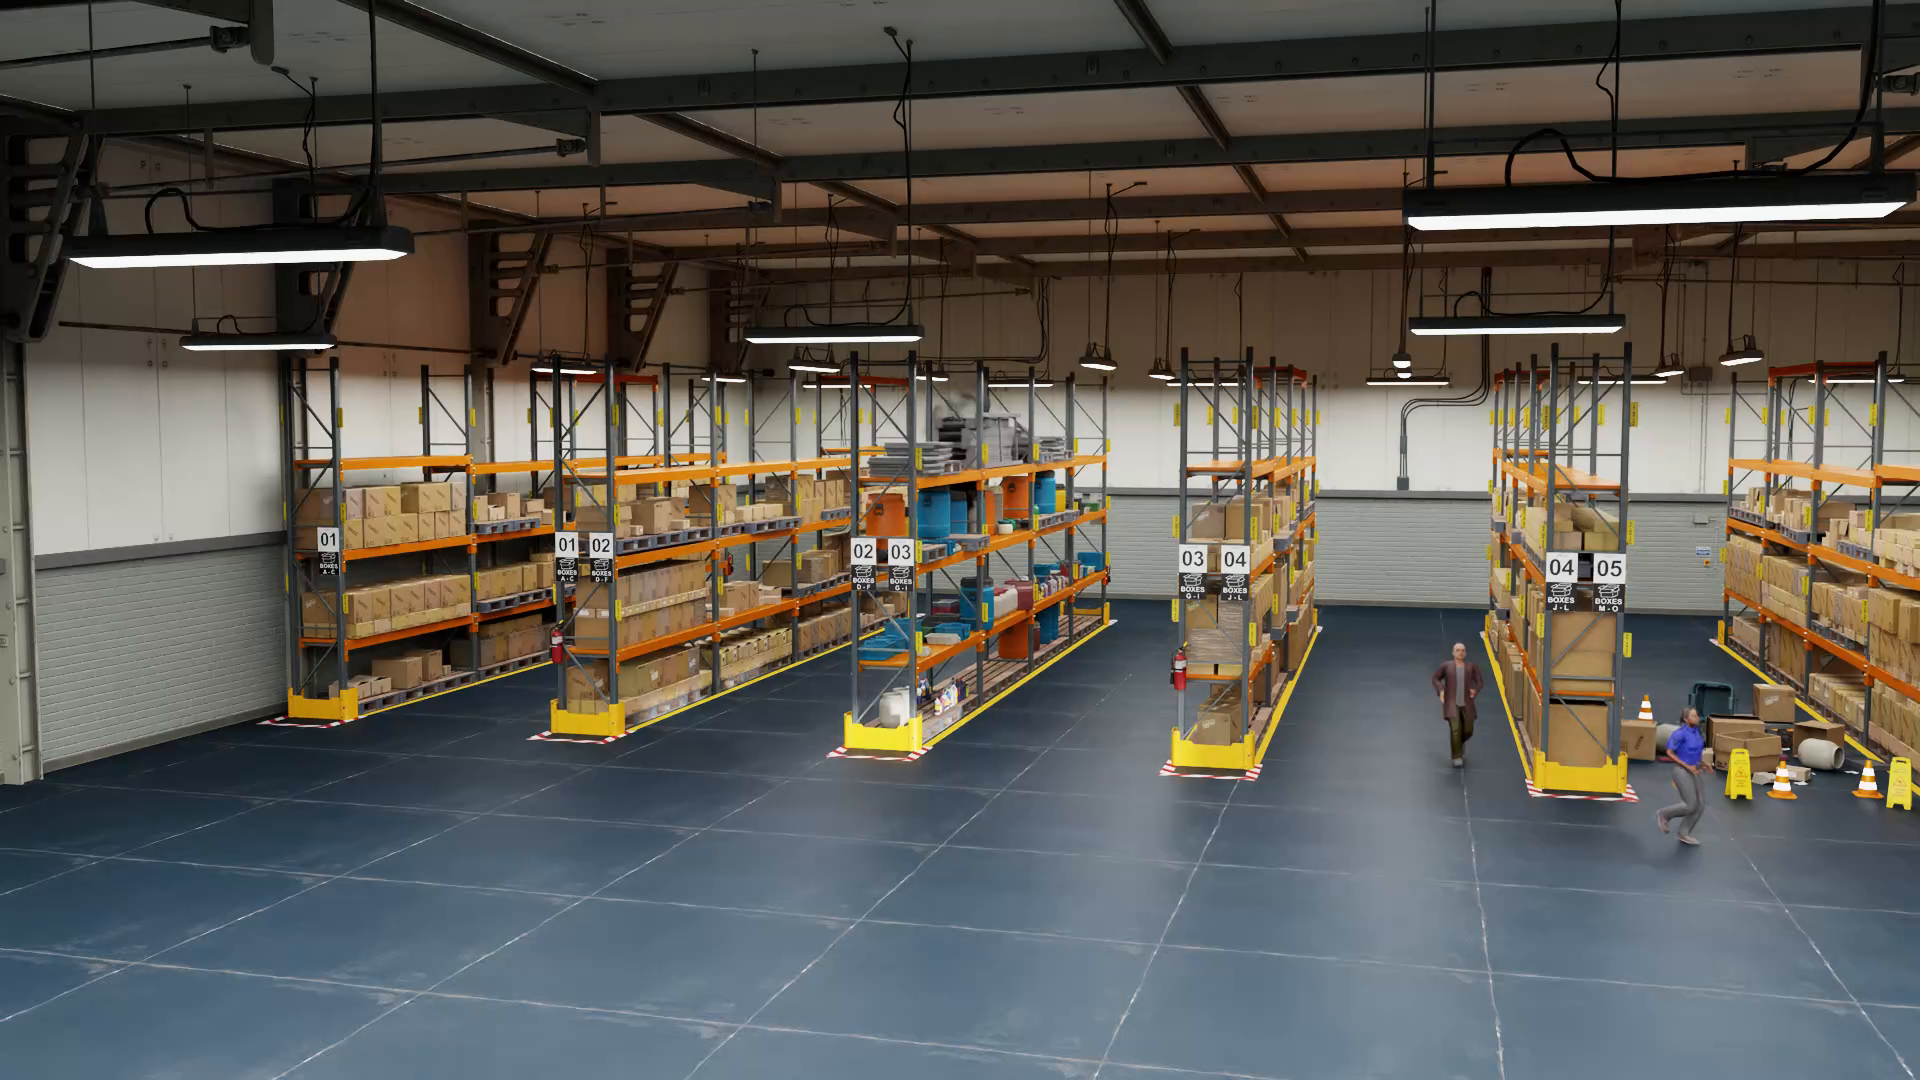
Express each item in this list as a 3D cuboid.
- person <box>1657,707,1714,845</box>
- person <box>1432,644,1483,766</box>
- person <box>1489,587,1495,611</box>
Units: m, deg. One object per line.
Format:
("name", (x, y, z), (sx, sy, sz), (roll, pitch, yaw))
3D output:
("person", (8.548, 2.765, 19.608), (0.564, 1.598, 0.548), (-3, 5, -36))
("person", (7.213, 2.365, 24.102), (0.715, 1.735, 0.812), (1, 4, 8))
("person", (12.755, 1.314, 38.907), (0.716, 1.641, 0.631), (0, 4, 6))
